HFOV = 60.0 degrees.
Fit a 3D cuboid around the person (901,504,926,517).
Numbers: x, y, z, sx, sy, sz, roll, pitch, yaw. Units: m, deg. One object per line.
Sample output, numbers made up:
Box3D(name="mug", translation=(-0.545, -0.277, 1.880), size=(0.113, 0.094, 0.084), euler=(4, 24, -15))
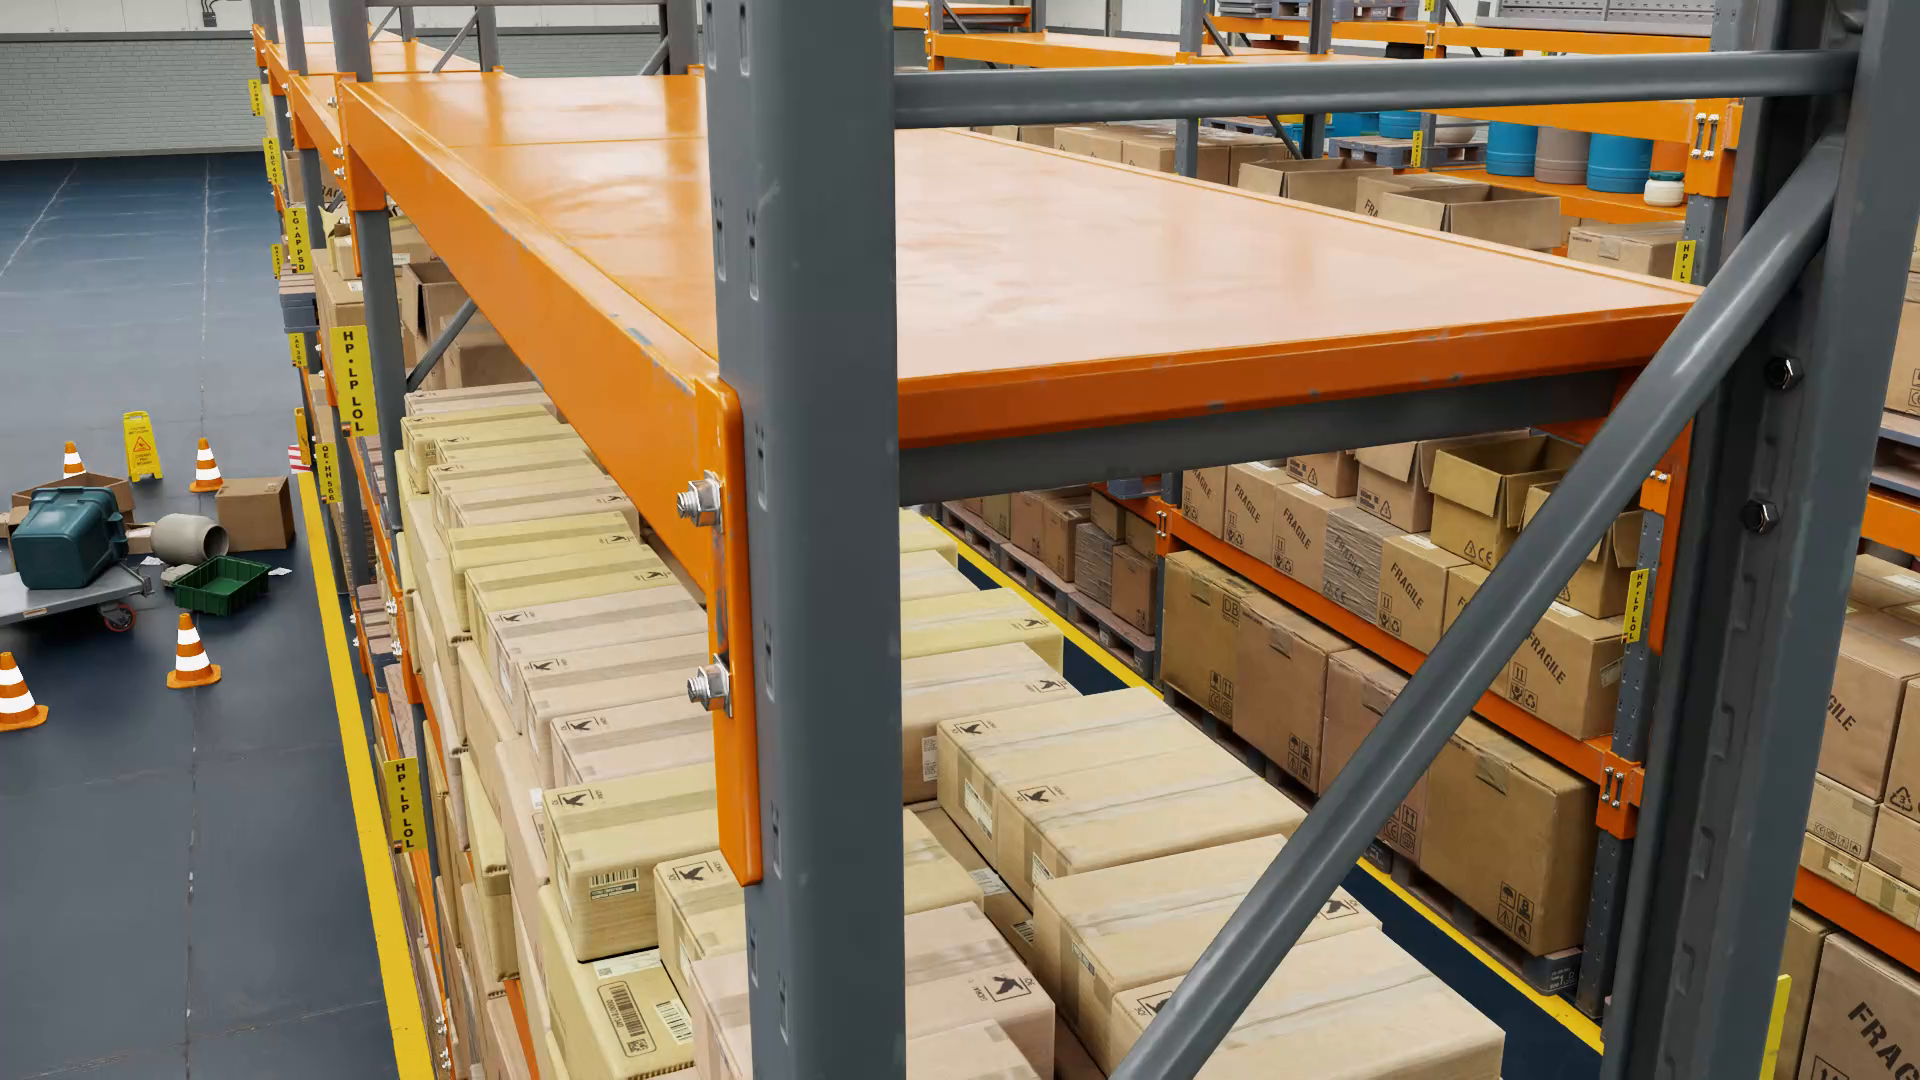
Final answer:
Box3D(name="person", translation=(-0.454, 0.130, 11.221), size=(0.532, 1.650, 0.444), euler=(-7, 20, -20))
